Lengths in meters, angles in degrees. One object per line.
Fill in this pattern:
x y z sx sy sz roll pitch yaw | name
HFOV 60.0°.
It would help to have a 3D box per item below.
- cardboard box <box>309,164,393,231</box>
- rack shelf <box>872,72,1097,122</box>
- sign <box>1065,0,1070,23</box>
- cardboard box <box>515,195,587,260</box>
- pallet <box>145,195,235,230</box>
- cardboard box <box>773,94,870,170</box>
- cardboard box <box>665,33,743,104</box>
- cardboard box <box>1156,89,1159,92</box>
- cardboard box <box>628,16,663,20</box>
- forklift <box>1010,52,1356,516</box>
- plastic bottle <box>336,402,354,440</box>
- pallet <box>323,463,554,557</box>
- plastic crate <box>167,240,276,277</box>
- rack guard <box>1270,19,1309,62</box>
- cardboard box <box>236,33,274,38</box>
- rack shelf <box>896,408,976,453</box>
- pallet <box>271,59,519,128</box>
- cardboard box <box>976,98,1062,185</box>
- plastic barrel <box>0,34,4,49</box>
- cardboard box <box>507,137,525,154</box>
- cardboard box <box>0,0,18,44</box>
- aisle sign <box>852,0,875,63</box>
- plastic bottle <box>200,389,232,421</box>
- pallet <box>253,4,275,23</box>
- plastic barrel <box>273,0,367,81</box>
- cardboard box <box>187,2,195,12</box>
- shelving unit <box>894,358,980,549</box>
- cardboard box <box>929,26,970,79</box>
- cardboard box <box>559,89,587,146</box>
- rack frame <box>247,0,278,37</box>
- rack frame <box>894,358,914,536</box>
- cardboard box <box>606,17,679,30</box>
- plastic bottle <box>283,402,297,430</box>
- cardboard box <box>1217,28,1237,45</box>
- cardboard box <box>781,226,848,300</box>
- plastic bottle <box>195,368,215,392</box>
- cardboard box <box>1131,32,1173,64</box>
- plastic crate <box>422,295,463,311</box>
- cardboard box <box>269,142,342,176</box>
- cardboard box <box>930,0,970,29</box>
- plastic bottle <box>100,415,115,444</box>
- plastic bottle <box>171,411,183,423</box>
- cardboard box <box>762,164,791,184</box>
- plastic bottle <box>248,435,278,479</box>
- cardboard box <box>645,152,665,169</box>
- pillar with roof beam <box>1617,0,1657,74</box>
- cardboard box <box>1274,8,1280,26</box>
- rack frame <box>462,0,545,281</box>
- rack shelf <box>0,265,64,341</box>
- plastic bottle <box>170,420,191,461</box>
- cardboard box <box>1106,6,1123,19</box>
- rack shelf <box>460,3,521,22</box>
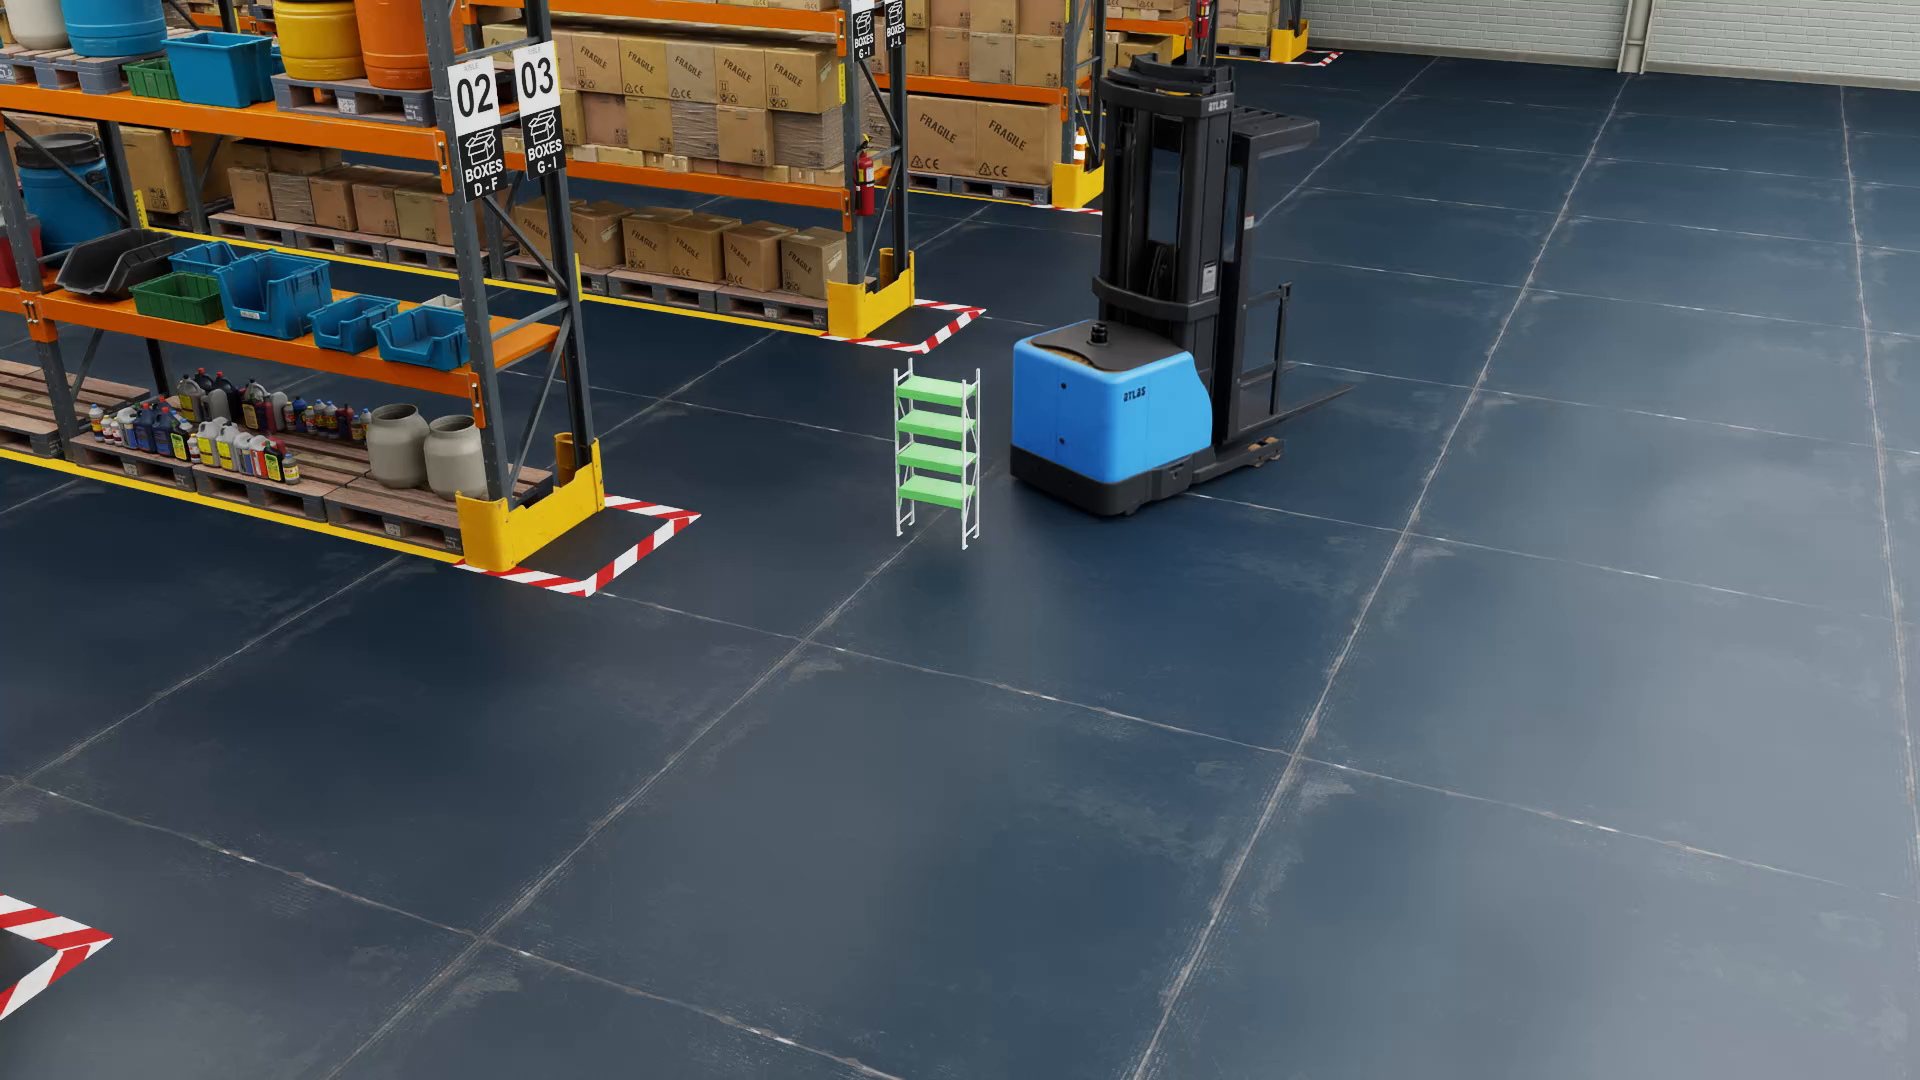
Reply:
-6.376 -3.614 17.527 0.500 0.500 0.700 14 29 26 | cardboard box
-0.417 -5.406 19.649 4.000 0.370 1.077 11 28 22 | rack shelf
1.167 -5.773 18.002 0.005 0.325 0.100 11 28 22 | sign
-4.035 -3.097 16.498 0.500 0.500 0.500 10 28 20 | cardboard box
-8.710 -3.774 18.676 1.213 0.211 1.003 11 28 22 | pallet
-1.231 -3.677 14.873 0.500 0.500 0.875 11 28 22 | cardboard box
-2.256 -4.197 14.797 0.500 0.500 0.500 11 28 22 | cardboard box
2.492 -6.371 23.432 0.500 0.250 0.500 11 28 22 | cardboard box
-3.743 -6.312 20.562 0.500 0.500 0.500 12 29 22 | cardboard box
1.801 -2.014 12.022 3.031 2.935 1.130 -21 33 -36 | forklift
-4.511 -0.880 12.219 0.133 0.283 0.061 12 29 23 | plastic bottle
-3.617 -0.291 11.601 1.213 0.211 1.003 11 28 22 | pallet
-5.313 -1.967 12.018 0.616 0.251 0.499 11 28 22 | plastic crate
5.434 -8.243 27.426 0.348 0.500 1.175 11 28 22 | rack guard
-7.516 -5.001 17.423 0.500 0.500 0.500 8 27 15 | cardboard box
-0.151 -0.727 10.969 0.480 0.148 0.258 11 28 22 | rack shelf
-3.504 -2.848 10.456 1.213 0.211 1.003 11 28 22 | pallet
0.759 -4.696 19.322 0.875 0.875 0.875 12 28 22 | cardboard box
-6.985 -3.704 11.413 0.708 0.901 0.600 11 28 22 | plastic barrel
-4.089 -3.795 15.846 0.250 0.149 0.380 11 28 22 | cardboard box
-10.460 -5.833 18.452 0.637 0.503 0.797 12 29 22 | cardboard box
-0.809 -4.422 13.892 0.004 0.787 0.394 11 28 22 | aisle sign
-5.591 -1.002 12.474 0.135 0.276 0.152 11 28 22 | plastic bottle
-8.884 -7.273 22.844 1.213 0.211 1.003 11 28 22 | pallet
-3.882 -3.172 10.212 0.600 0.588 0.600 0 26 0 | plastic barrel
-10.859 -7.574 23.521 0.250 0.149 0.380 10 28 20 | cardboard box
-0.151 -0.569 11.046 0.503 1.200 0.258 11 28 22 | shelving unit
0.080 -5.725 19.312 0.550 0.550 0.875 11 28 22 | cardboard box
-3.558 -4.084 15.700 0.500 0.500 0.875 11 28 22 | cardboard box
-9.520 -7.557 23.204 0.127 3.000 1.000 11 28 22 | rack frame
-0.373 -0.613 11.137 0.015 1.200 0.240 11 28 22 | rack frame
-2.948 -4.591 15.598 0.500 0.500 0.500 11 28 22 | cardboard box
-4.993 -0.931 12.416 0.097 0.201 0.097 0 26 0 | plastic bottle
4.405 -8.377 27.506 0.500 0.250 0.500 11 28 22 | cardboard box
-1.303 -2.575 15.439 0.500 0.500 0.500 17 31 31 | cardboard box
-5.727 -1.134 12.659 0.185 0.351 0.144 11 28 20 | plastic bottle
2.719 -6.926 23.710 0.500 0.500 0.500 10 28 20 | cardboard box
-3.473 -1.571 11.343 0.250 0.136 0.298 11 28 22 | plastic crate
-6.914 -4.059 17.582 0.500 0.250 0.500 15 30 28 | cardboard box
0.090 -6.219 19.093 0.550 0.550 0.875 11 28 22 | cardboard box
-6.232 -0.816 12.182 0.097 0.201 0.097 0 26 0 | plastic bottle
-5.688 -0.808 12.086 0.097 0.271 0.097 0 26 0 | plastic bottle
-1.562 -3.315 14.871 0.250 0.149 0.380 11 28 22 | cardboard box
-4.863 -0.588 11.634 0.135 0.276 0.152 12 28 22 | plastic bottle
-2.694 -3.549 15.348 0.250 0.149 0.380 11 28 22 | cardboard box
8.831 -9.722 20.808 0.400 9.000 9.100 11 28 22 | pillar with roof beam
5.070 -8.717 27.631 0.500 0.250 0.500 12 29 23 | cardboard box
-4.382 -4.119 16.220 0.127 3.000 1.000 11 28 22 | rack frame
-8.253 -2.170 13.076 4.000 0.370 1.077 11 28 22 | rack shelf
-5.565 -0.710 11.874 0.133 0.283 0.061 13 29 24 | plastic bottle
2.184 -7.334 23.034 0.250 0.149 0.380 12 29 23 | cardboard box
-6.203 -5.507 16.459 4.000 0.370 1.077 11 28 22 | rack shelf
